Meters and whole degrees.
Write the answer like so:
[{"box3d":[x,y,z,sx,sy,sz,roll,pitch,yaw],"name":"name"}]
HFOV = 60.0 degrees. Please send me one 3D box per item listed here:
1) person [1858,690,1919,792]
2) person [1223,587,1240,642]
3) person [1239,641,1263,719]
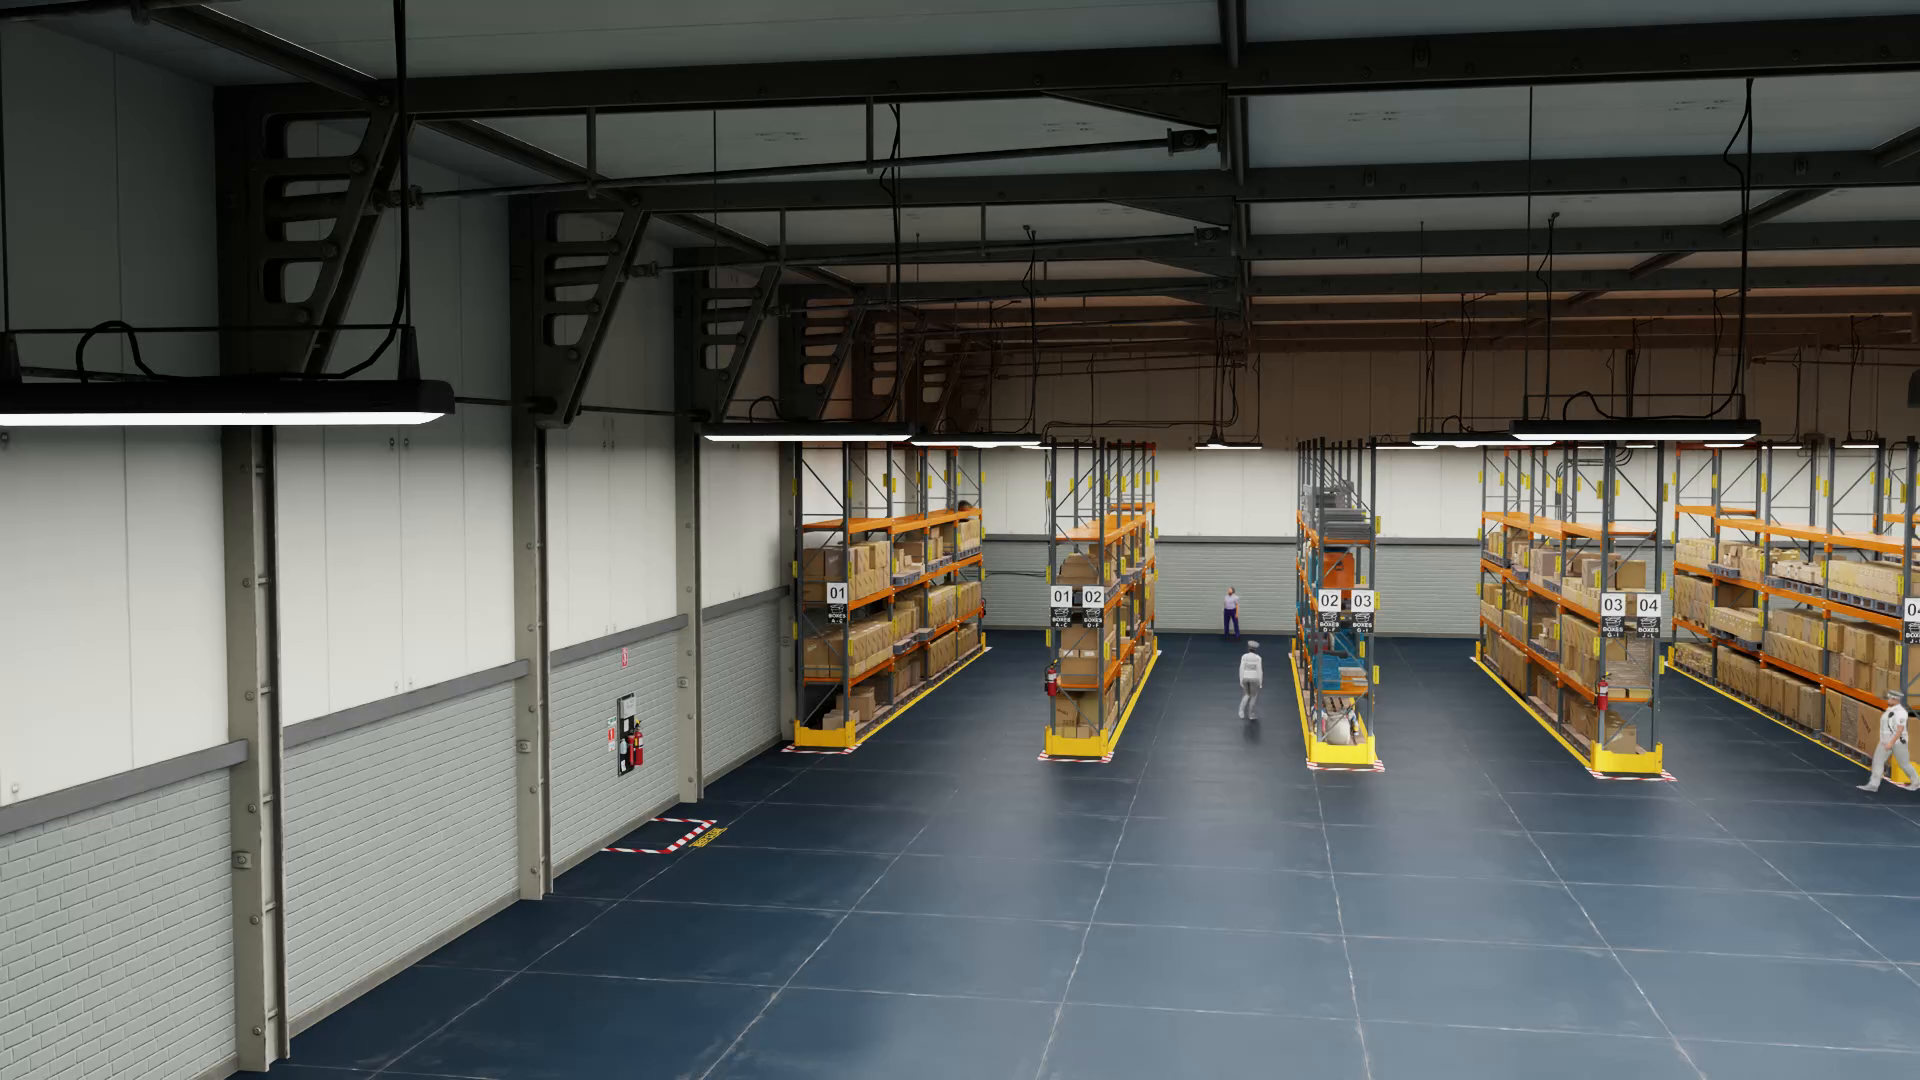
[{"box3d":[15.638,3.373,27.863,1.041,1.724,0.495,-1,3,-15],"name":"person"},{"box3d":[8.217,2.247,50.289,0.516,1.641,0.386,1,3,18],"name":"person"},{"box3d":[6.190,2.991,35.433,0.468,1.683,0.496,3,4,44],"name":"person"}]
